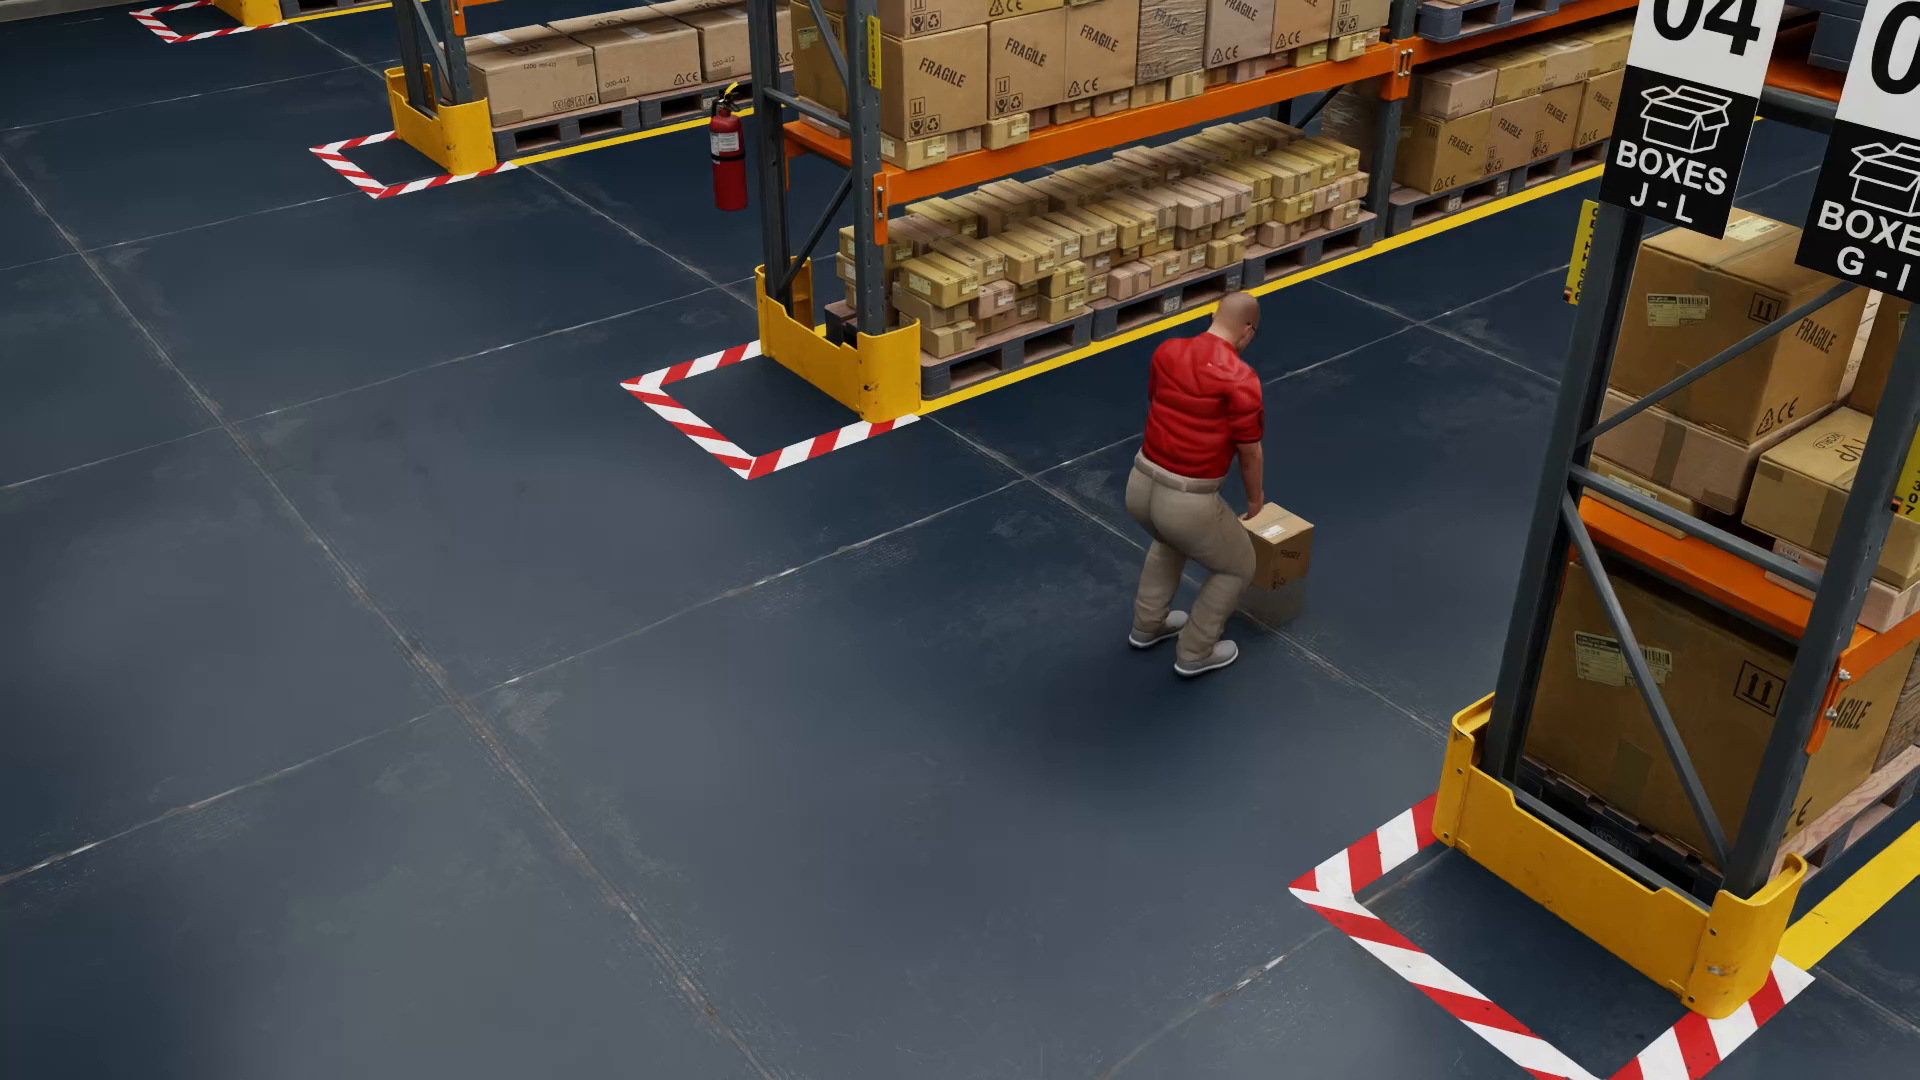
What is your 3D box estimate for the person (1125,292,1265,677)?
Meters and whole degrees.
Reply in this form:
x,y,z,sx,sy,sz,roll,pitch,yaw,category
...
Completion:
x,y,z,sx,sy,sz,roll,pitch,yaw,category
0.925,-0.215,6.662,0.574,1.567,0.581,-22,38,-31,person
